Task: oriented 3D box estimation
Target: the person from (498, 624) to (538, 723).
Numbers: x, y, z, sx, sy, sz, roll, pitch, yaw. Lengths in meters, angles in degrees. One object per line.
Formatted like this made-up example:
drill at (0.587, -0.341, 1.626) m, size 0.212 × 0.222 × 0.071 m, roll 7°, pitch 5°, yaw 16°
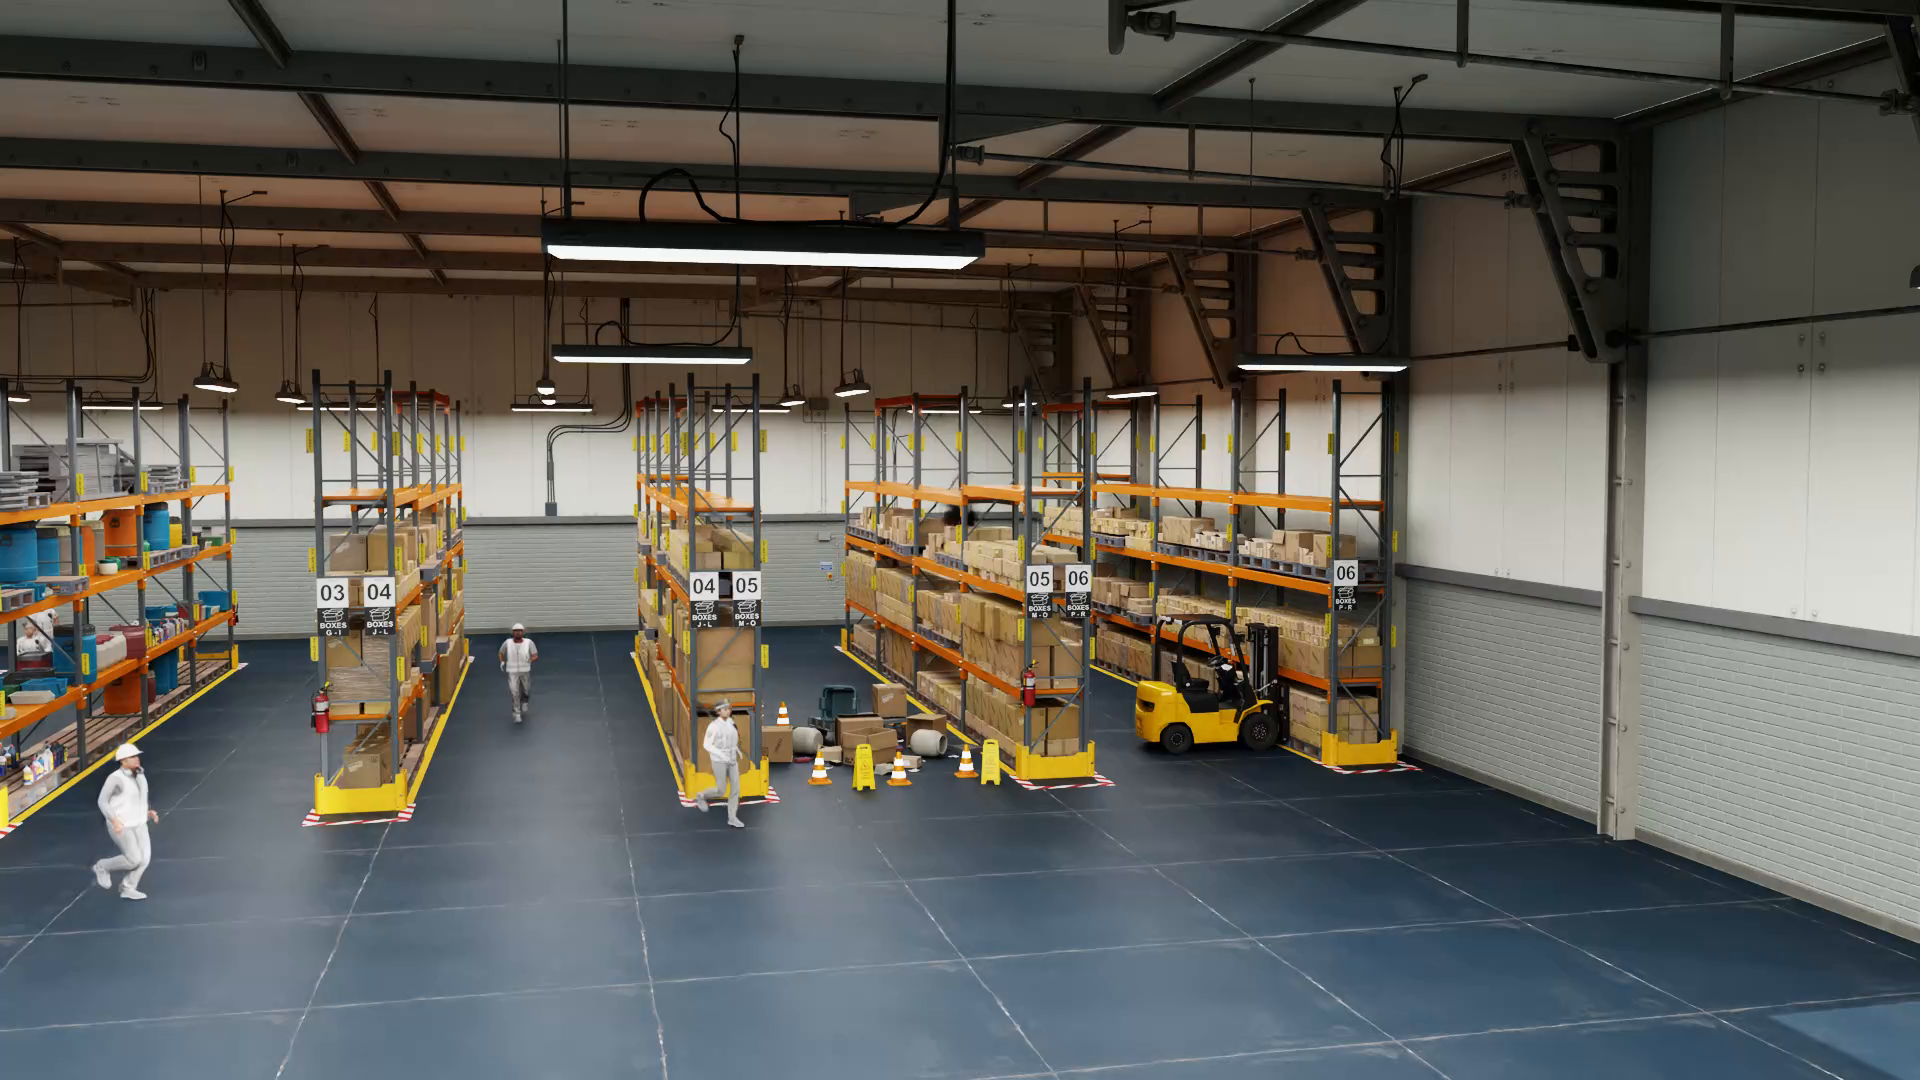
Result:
person at (-7.985, 2.388, 30.066) m, size 0.698 × 1.757 × 0.886 m, roll -1°, pitch 3°, yaw -16°

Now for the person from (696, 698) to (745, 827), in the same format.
person at (-3.131, 2.910, 21.898) m, size 0.795 × 1.683 × 0.630 m, roll 2°, pitch 4°, yaw 36°

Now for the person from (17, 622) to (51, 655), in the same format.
person at (-17.423, 2.362, 31.191) m, size 0.628 × 1.683 × 0.811 m, roll -1°, pitch 4°, yaw -22°

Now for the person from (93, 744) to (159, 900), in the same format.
person at (-9.182, 3.093, 18.278) m, size 0.616 × 1.723 × 0.648 m, roll 1°, pitch 3°, yaw 15°

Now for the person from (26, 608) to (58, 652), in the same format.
person at (-19.458, 2.078, 35.254) m, size 0.609 × 1.791 × 0.905 m, roll -2°, pitch 4°, yaw -26°
